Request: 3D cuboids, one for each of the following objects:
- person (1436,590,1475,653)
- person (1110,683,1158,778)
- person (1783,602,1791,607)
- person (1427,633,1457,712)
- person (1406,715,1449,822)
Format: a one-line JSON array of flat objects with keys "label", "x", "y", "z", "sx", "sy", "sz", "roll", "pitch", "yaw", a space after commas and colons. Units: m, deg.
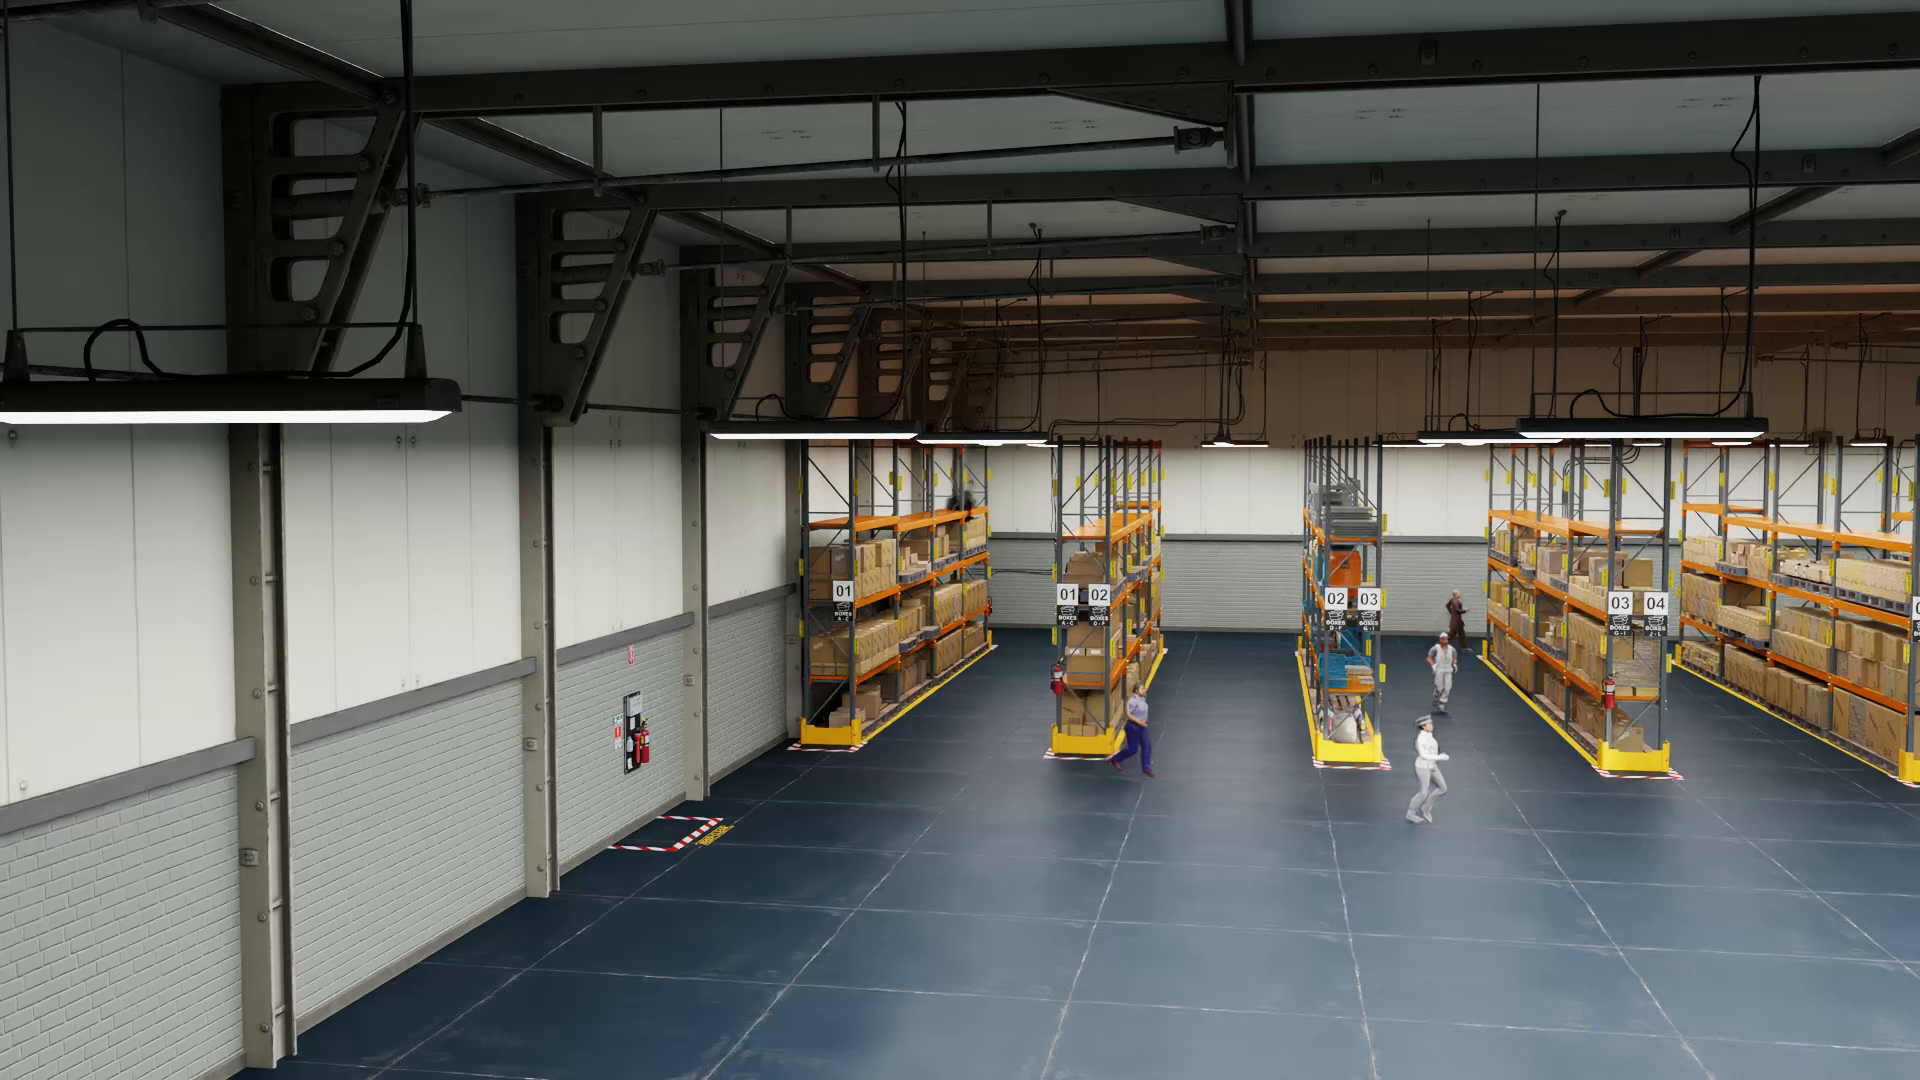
[{"label": "person", "x": 13.926, "y": 2.276, "z": 46.732, "sx": 1.063, "sy": 1.763, "sz": 0.720, "roll": 1, "pitch": 3, "yaw": 17}, {"label": "person", "x": 3.073, "y": 3.332, "z": 29.217, "sx": 0.836, "sy": 1.665, "sz": 0.618, "roll": 2, "pitch": 4, "yaw": 33}, {"label": "person", "x": 21.400, "y": 2.515, "z": 43.104, "sx": 0.682, "sy": 1.831, "sz": 0.796, "roll": 0, "pitch": 3, "yaw": -1}, {"label": "person", "x": 10.545, "y": 2.888, "z": 36.287, "sx": 0.635, "sy": 1.740, "sz": 0.583, "roll": 0, "pitch": 3, "yaw": 0}, {"label": "person", "x": 7.164, "y": 3.497, "z": 25.434, "sx": 0.650, "sy": 1.675, "sz": 0.585, "roll": 2, "pitch": 4, "yaw": 34}]
